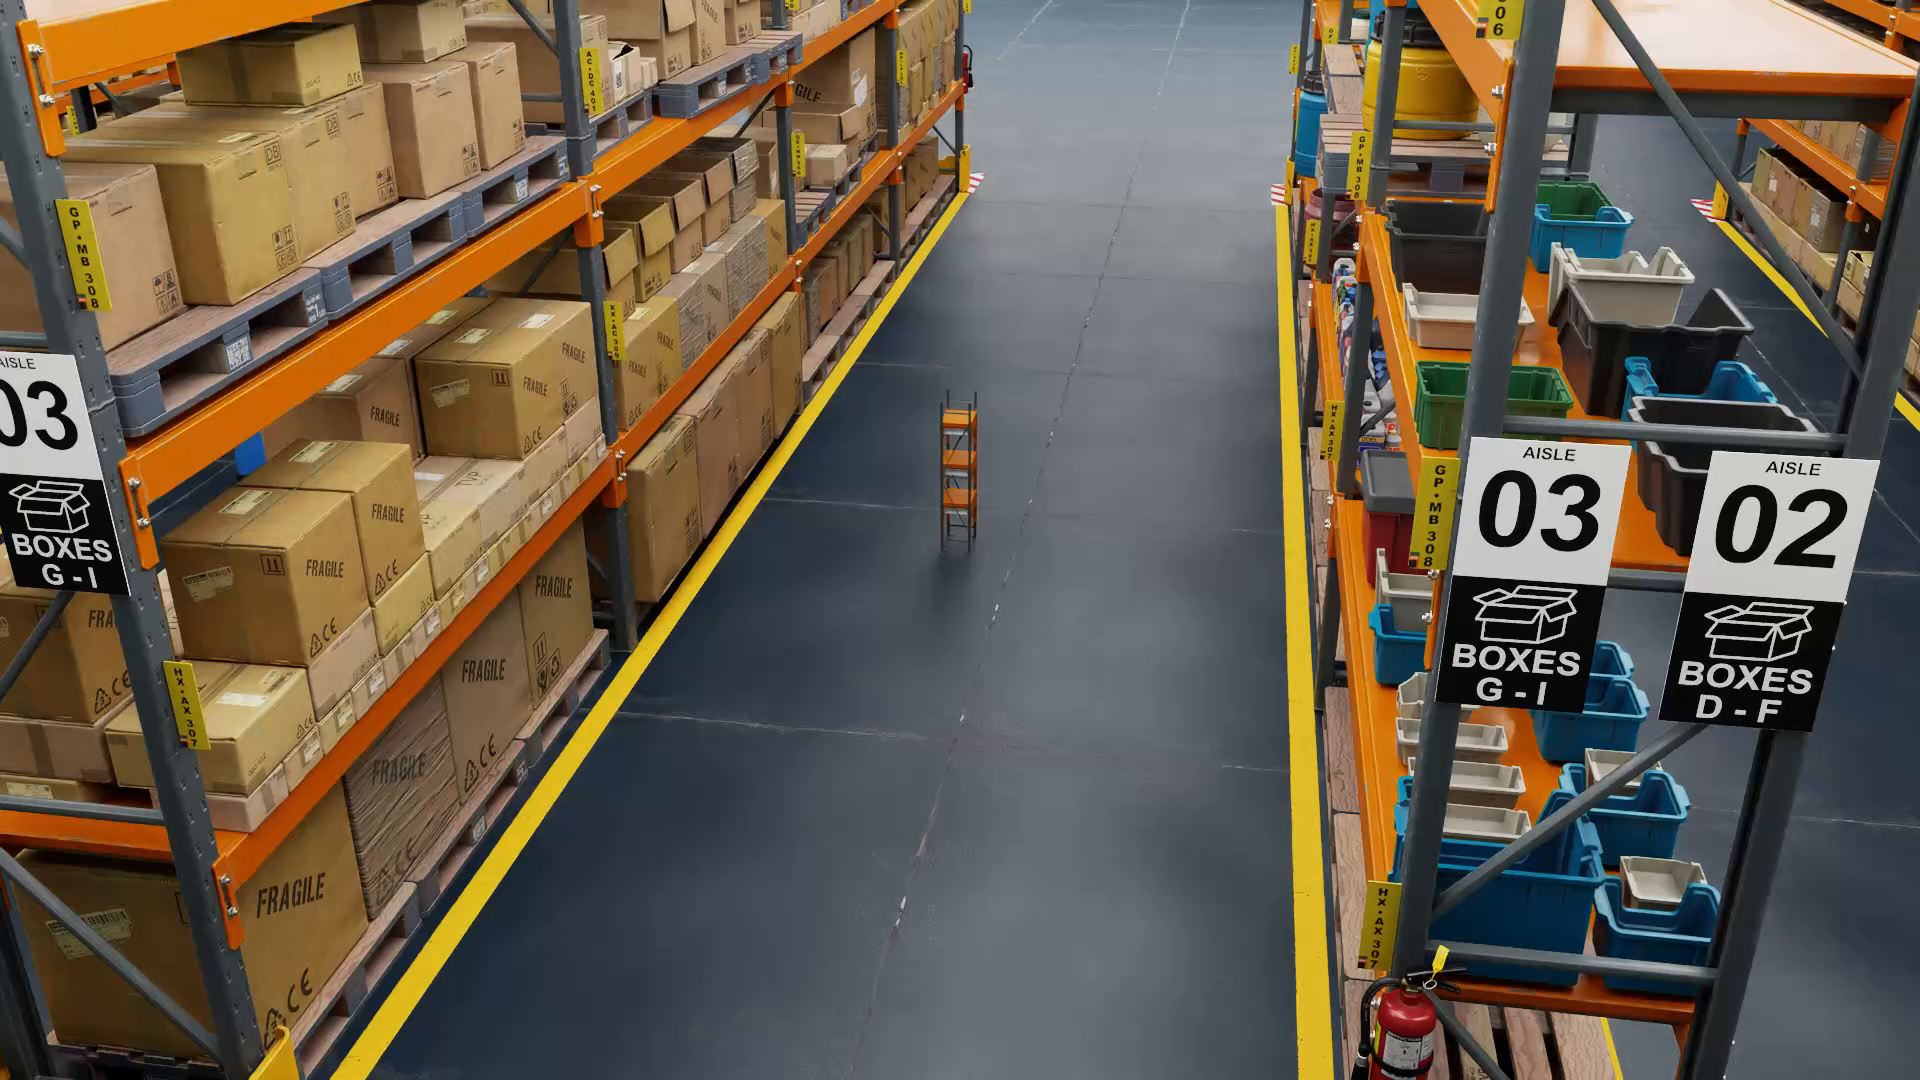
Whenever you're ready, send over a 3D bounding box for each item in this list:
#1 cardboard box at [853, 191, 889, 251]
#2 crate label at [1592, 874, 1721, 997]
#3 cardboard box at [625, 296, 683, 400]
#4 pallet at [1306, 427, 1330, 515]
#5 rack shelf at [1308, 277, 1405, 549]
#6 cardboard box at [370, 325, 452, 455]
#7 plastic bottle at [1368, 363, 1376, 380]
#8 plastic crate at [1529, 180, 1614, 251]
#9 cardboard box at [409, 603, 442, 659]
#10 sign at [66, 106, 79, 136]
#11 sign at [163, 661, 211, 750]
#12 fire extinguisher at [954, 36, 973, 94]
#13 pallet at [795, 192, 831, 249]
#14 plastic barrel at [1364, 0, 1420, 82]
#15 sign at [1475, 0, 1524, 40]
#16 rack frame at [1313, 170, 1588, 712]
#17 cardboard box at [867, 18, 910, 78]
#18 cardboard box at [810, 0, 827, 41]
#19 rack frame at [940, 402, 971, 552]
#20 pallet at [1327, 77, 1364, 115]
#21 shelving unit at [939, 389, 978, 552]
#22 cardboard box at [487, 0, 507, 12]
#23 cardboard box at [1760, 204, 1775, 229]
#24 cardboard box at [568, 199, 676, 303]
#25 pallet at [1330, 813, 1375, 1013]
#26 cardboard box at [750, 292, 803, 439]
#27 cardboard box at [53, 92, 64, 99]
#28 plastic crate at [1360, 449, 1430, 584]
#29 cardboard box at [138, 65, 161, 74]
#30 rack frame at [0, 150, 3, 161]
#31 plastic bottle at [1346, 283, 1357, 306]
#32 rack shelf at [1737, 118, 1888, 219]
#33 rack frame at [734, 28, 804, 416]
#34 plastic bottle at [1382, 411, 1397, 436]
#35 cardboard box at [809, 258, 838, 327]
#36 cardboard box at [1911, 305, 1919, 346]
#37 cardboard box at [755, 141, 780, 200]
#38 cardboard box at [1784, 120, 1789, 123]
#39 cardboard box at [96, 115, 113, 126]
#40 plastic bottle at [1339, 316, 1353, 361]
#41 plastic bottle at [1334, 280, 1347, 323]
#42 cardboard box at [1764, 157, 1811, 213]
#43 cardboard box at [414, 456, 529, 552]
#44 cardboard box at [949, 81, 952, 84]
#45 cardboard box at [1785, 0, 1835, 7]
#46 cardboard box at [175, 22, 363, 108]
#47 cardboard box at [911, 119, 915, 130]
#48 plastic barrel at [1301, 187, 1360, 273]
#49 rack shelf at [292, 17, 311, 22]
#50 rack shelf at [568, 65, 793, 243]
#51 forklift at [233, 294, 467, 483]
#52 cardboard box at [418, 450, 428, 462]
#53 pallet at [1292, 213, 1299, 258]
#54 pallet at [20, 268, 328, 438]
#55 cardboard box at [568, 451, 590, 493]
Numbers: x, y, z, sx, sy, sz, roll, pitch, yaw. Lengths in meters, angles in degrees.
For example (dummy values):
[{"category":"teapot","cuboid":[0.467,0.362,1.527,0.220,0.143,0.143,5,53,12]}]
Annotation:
[{"category":"cardboard box","cuboid":[-1.008,-3.311,17.239,0.500,0.500,0.500,3,25,7]},{"category":"crate label","cuboid":[2.178,1.242,5.186,0.416,0.233,0.303,4,25,9]},{"category":"cardboard box","cuboid":[-2.017,-1.173,10.101,0.500,0.500,0.500,4,25,9]},{"category":"pallet","cuboid":[3.032,-0.477,12.020,1.003,0.211,1.213,4,25,9]},{"category":"rack shelf","cuboid":[2.793,-0.910,10.505,1.077,0.370,4.000,4,25,9]},{"category":"cardboard box","cuboid":[-2.839,-0.761,8.279,0.500,0.500,0.500,4,25,9]},{"category":"plastic bottle","cuboid":[2.354,-0.894,9.769,0.152,0.276,0.135,4,25,9]},{"category":"plastic crate","cuboid":[2.695,-1.464,7.551,0.450,0.188,0.662,4,25,9]},{"category":"cardboard box","cuboid":[-2.483,0.381,7.195,0.380,0.149,0.250,4,25,8]},{"category":"sign","cuboid":[-7.191,-3.363,13.531,0.100,0.325,0.005,4,25,9]},{"category":"sign","cuboid":[-2.527,0.543,5.437,0.100,0.325,0.005,4,25,9]},{"category":"fire extinguisher","cuboid":[0.014,-5.742,20.071,0.296,0.674,0.183,4,25,9]},{"category":"pallet","cuboid":[-1.755,-2.634,13.566,1.213,0.211,1.003,4,25,9]},{"category":"plastic barrel","cuboid":[2.594,-2.900,9.282,0.600,0.901,0.708,4,25,9]},{"category":"sign","cuboid":[1.267,-1.329,3.855,0.100,0.325,0.005,4,25,9]},{"category":"rack frame","cuboid":[2.466,-0.400,8.565,1.000,3.000,0.127,4,25,9]},{"category":"cardboard box","cuboid":[-0.788,-4.892,16.515,0.500,0.500,0.500,4,25,9]},{"category":"cardboard box","cuboid":[-1.354,-4.100,13.109,0.500,0.250,0.500,5,25,10]},{"category":"rack frame","cuboid":[-0.029,-0.402,10.871,0.200,1.050,0.008,4,25,9]},{"category":"pallet","cuboid":[2.680,-2.482,9.698,1.003,0.211,1.213,4,25,9]},{"category":"shelving unit","cuboid":[-0.009,-0.453,10.980,0.215,1.050,0.252,4,25,9]},{"category":"cardboard box","cuboid":[-5.617,-5.860,18.780,0.875,0.550,0.500,4,25,9]},{"category":"cardboard box","cuboid":[8.846,-3.391,17.705,0.500,0.250,0.500,4,25,9]},{"category":"cardboard box","cuboid":[-2.200,-1.796,10.248,0.797,0.503,0.637,4,25,9]},{"category":"pallet","cuboid":[2.187,1.685,7.400,1.003,0.211,1.213,4,25,9]},{"category":"cardboard box","cuboid":[-1.900,-1.356,12.620,1.225,0.875,0.875,3,25,6]},{"category":"cardboard box","cuboid":[-10.443,-5.094,18.892,0.380,0.149,0.250,5,26,10]},{"category":"plastic crate","cuboid":[2.073,-0.100,7.778,0.402,0.464,0.583,4,25,9]},{"category":"cardboard box","cuboid":[-10.093,-5.834,20.472,0.380,0.149,0.250,4,25,9]},{"category":"rack frame","cuboid":[-10.890,-4.775,17.913,1.000,3.000,0.127,4,25,9]},{"category":"plastic bottle","cuboid":[2.669,-1.611,11.306,0.097,0.271,0.097,0,25,0]},{"category":"rack shelf","cuboid":[8.987,-3.911,16.916,1.077,0.370,4.000,4,25,9]},{"category":"rack frame","cuboid":[-1.767,-2.416,12.872,1.000,3.000,0.127,4,25,9]},{"category":"plastic bottle","cuboid":[2.397,-0.649,9.332,0.097,0.201,0.097,0,25,0]},{"category":"cardboard box","cuboid":[-1.513,-2.235,14.916,0.700,0.500,0.500,6,26,13]},{"category":"cardboard box","cuboid":[8.096,-1.801,13.646,0.500,0.311,0.500,5,25,10]},{"category":"cardboard box","cuboid":[-1.718,-2.880,13.251,0.500,0.500,0.500,1,25,2]},{"category":"cardboard box","cuboid":[9.143,-4.705,17.645,0.700,0.500,0.500,5,25,10]},{"category":"cardboard box","cuboid":[-10.364,-4.729,19.679,0.500,0.500,0.500,5,26,11]},{"category":"plastic bottle","cuboid":[2.504,-1.278,10.588,0.152,0.276,0.135,4,25,9]},{"category":"plastic bottle","cuboid":[2.588,-1.615,11.299,0.061,0.283,0.133,4,25,9]},{"category":"cardboard box","cuboid":[8.857,-3.730,17.544,0.500,0.500,0.500,4,25,9]},{"category":"cardboard box","cuboid":[-2.399,-0.177,7.915,0.500,0.250,0.500,5,25,10]},{"category":"cardboard box","cuboid":[-0.302,-5.514,19.789,0.380,0.149,0.250,4,25,9]},{"category":"cardboard box","cuboid":[9.216,-5.490,17.792,0.700,0.500,0.500,4,25,9]},{"category":"cardboard box","cuboid":[-2.734,-1.893,6.601,0.500,0.250,0.500,3,25,7]},{"category":"cardboard box","cuboid":[-0.682,-4.359,17.321,0.380,0.149,0.250,4,25,9]},{"category":"plastic barrel","cuboid":[2.897,-2.349,12.570,0.600,0.536,0.708,4,25,9]},{"category":"rack shelf","cuboid":[-6.316,-4.671,15.001,1.077,0.370,4.000,4,25,9]},{"category":"rack shelf","cuboid":[-2.093,-2.612,10.602,1.077,0.370,4.000,4,25,9]},{"category":"forklift","cuboid":[-4.289,-2.090,12.258,1.130,2.935,3.031,4,25,8]},{"category":"cardboard box","cuboid":[-2.842,-0.423,8.442,0.500,0.250,0.500,4,25,8]},{"category":"pallet","cuboid":[4.122,-3.272,17.992,1.003,0.211,1.213,4,25,9]},{"category":"pallet","cuboid":[-2.963,-0.699,5.772,1.003,0.211,1.213,4,25,9]},{"category":"cardboard box","cuboid":[-2.189,-0.371,8.800,0.380,0.149,0.250,5,25,10]}]
